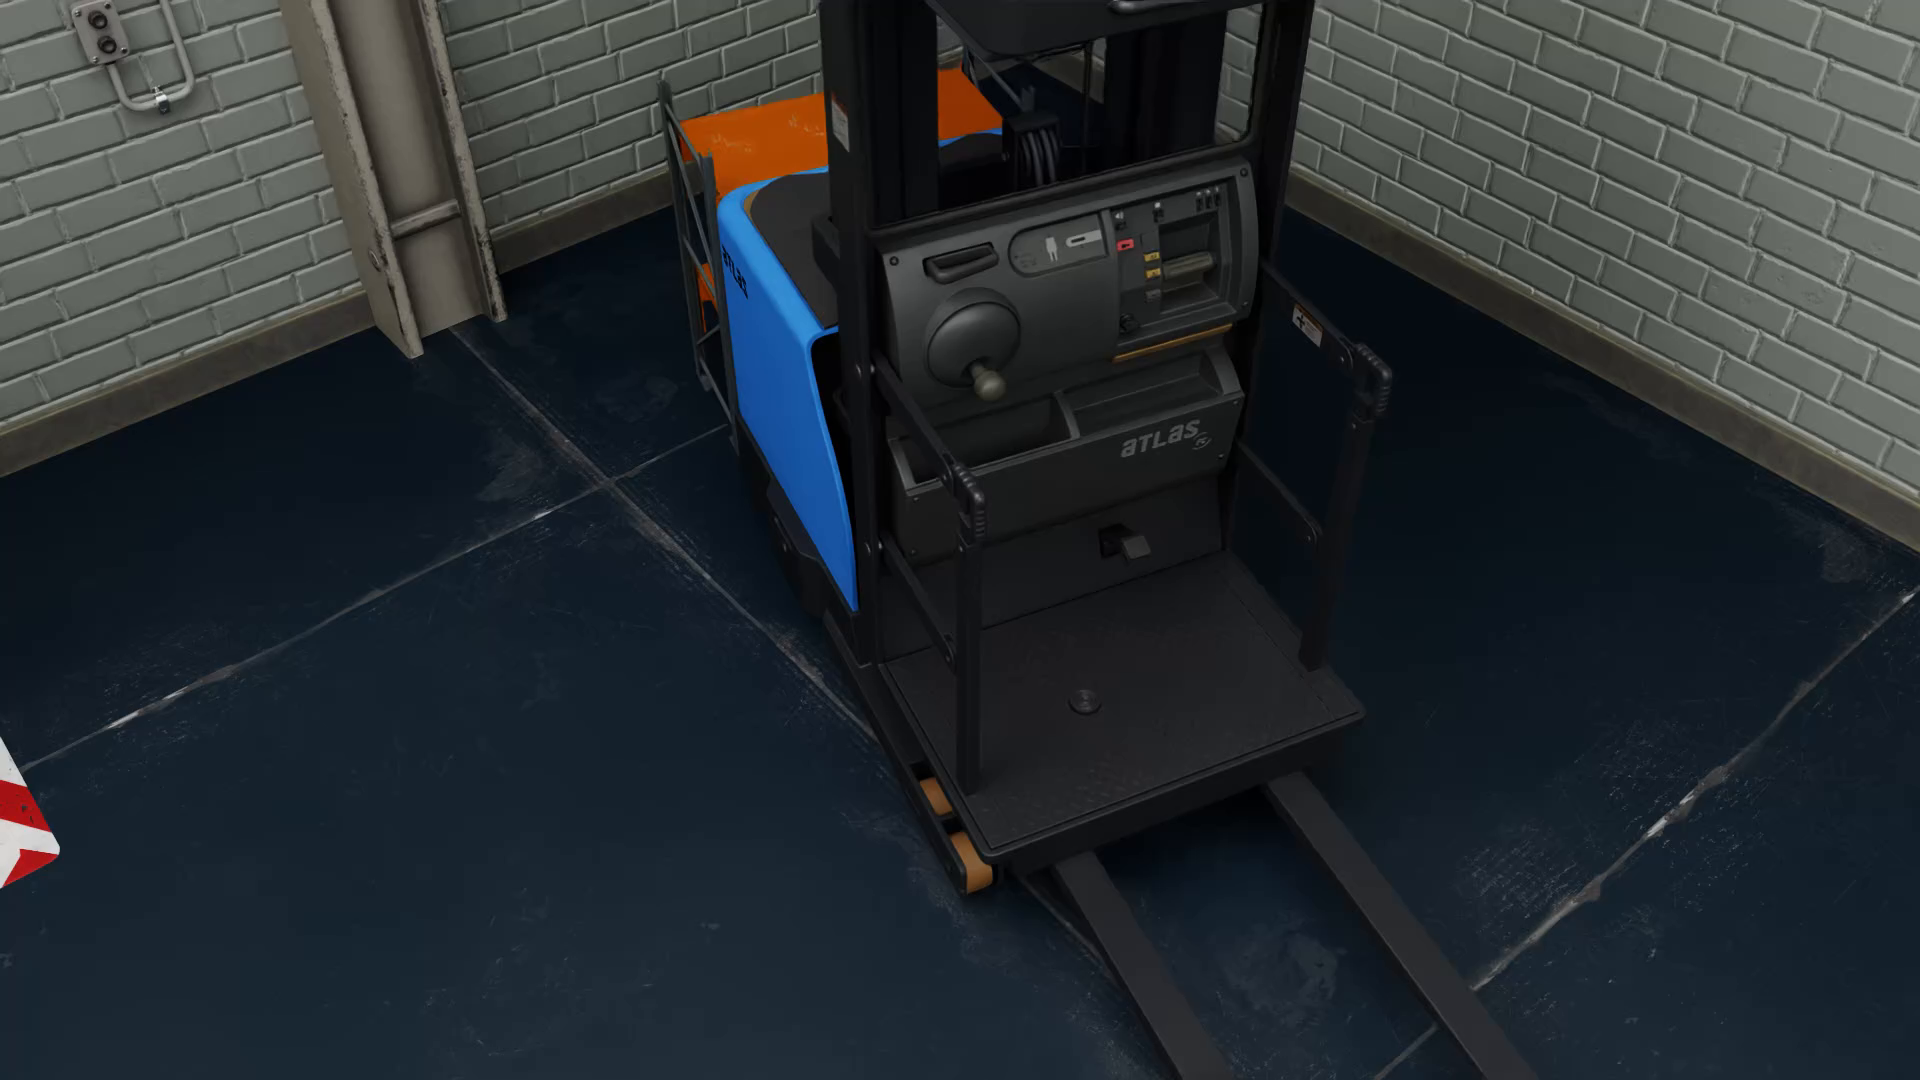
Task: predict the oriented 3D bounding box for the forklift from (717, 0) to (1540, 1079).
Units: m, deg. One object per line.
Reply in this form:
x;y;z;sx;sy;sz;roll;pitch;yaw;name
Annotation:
0.358;-0.505;3.647;1.130;2.935;3.031;-17;46;-18;forklift

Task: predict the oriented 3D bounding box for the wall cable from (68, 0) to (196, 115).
-3.050;-1.696;4.122;1.851;1.984;0.084;-30;51;-28;wall cable

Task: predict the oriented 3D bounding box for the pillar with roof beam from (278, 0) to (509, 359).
0.853;-1.832;0.628;0.400;9.000;9.100;-30;51;-28;pillar with roof beam

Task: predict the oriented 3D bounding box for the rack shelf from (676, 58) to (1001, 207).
-0.352;-1.196;5.274;1.000;0.278;0.538;-16;46;-16;rack shelf

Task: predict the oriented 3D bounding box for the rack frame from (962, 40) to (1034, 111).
0.116;-1.117;5.618;0.032;1.125;0.500;-16;46;-16;rack frame

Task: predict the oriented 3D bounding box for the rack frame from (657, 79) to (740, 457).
-0.821;-0.848;5.331;0.032;1.125;0.500;-16;46;-16;rack frame

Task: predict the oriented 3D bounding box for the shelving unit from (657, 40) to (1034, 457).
-0.352;-0.983;5.475;1.048;1.125;0.538;-16;46;-16;shelving unit

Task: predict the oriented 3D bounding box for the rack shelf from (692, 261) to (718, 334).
-0.352;-0.804;5.642;1.000;0.278;0.538;-16;46;-16;rack shelf
